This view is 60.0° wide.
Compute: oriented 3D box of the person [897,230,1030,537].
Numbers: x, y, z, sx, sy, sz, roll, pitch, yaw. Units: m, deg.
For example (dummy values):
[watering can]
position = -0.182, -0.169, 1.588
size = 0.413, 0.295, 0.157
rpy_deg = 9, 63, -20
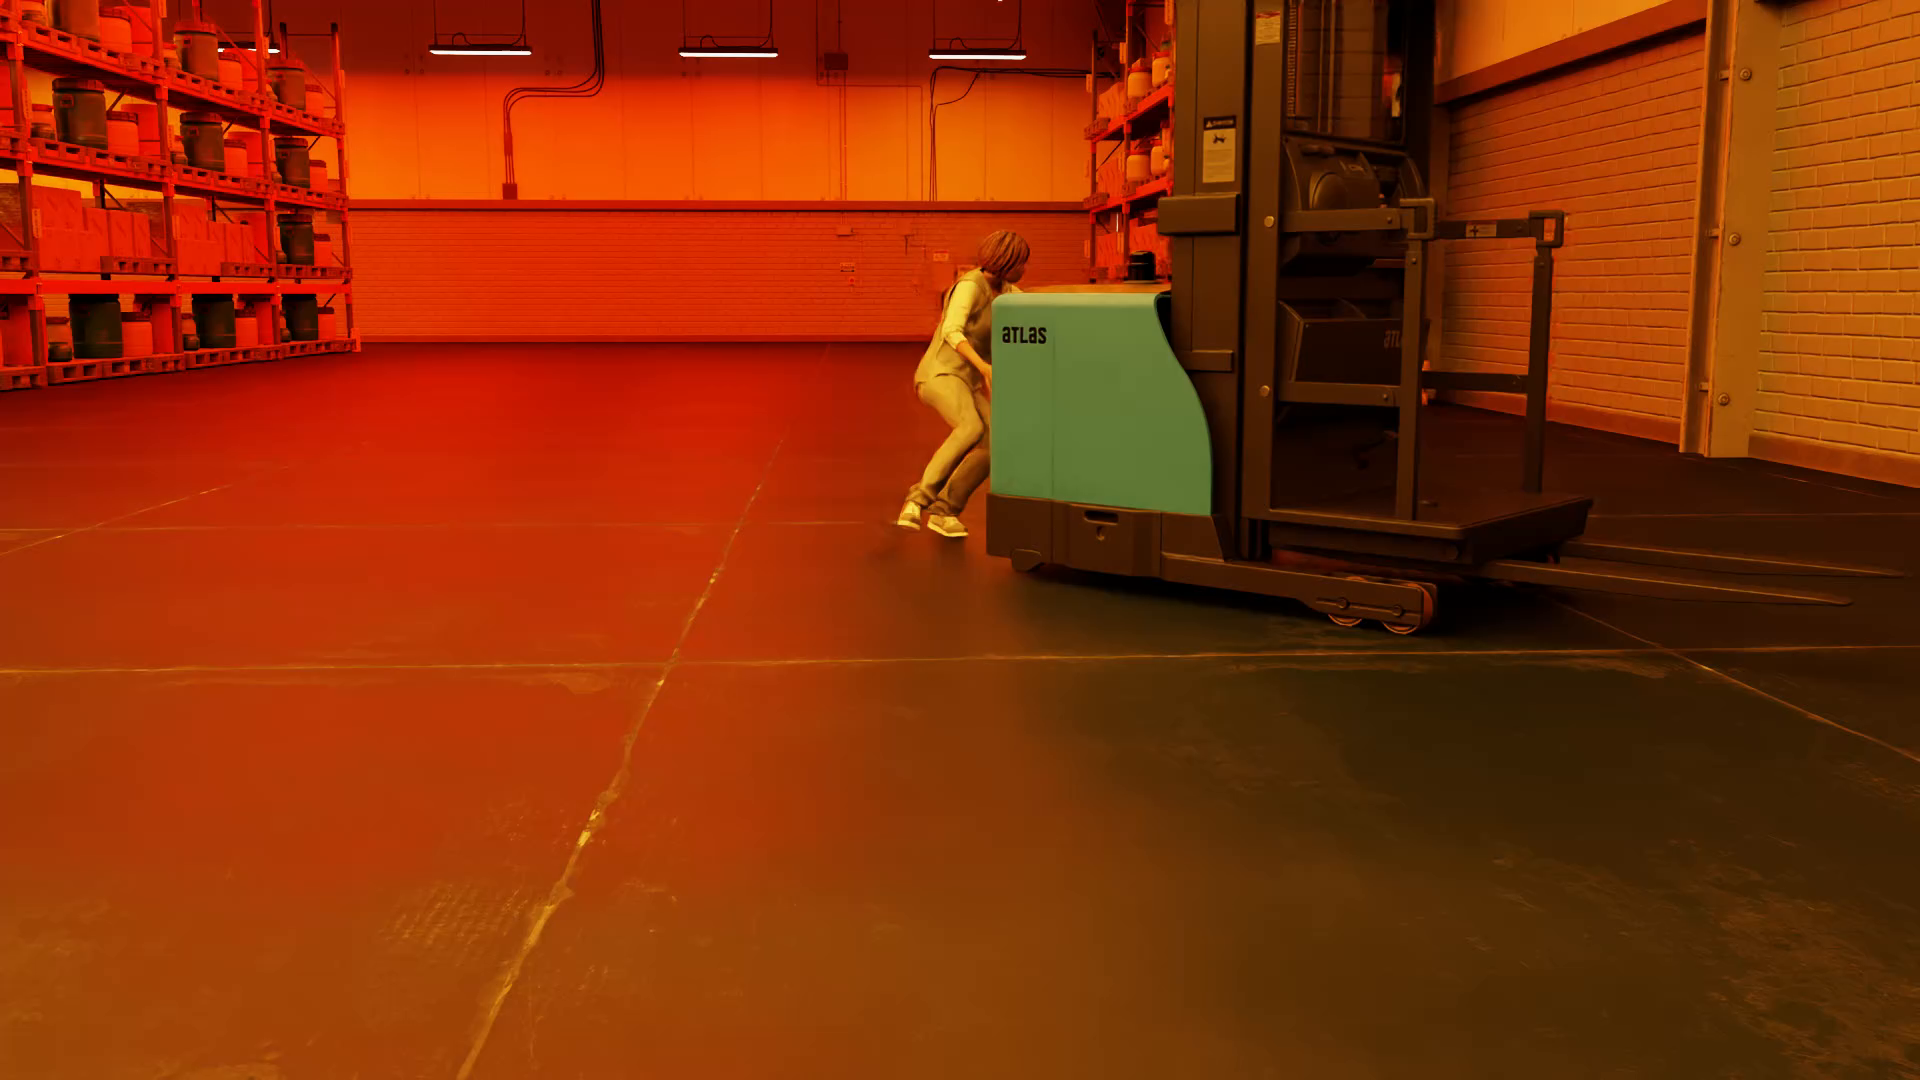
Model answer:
[person]
position = 0.126, -0.676, 7.318
size = 0.827, 1.366, 1.127
rpy_deg = 4, 9, 27

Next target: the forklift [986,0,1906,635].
[forklift]
position = 1.541, -1.236, 5.653
size = 3.031, 2.935, 1.130
rpy_deg = 7, 11, 41
